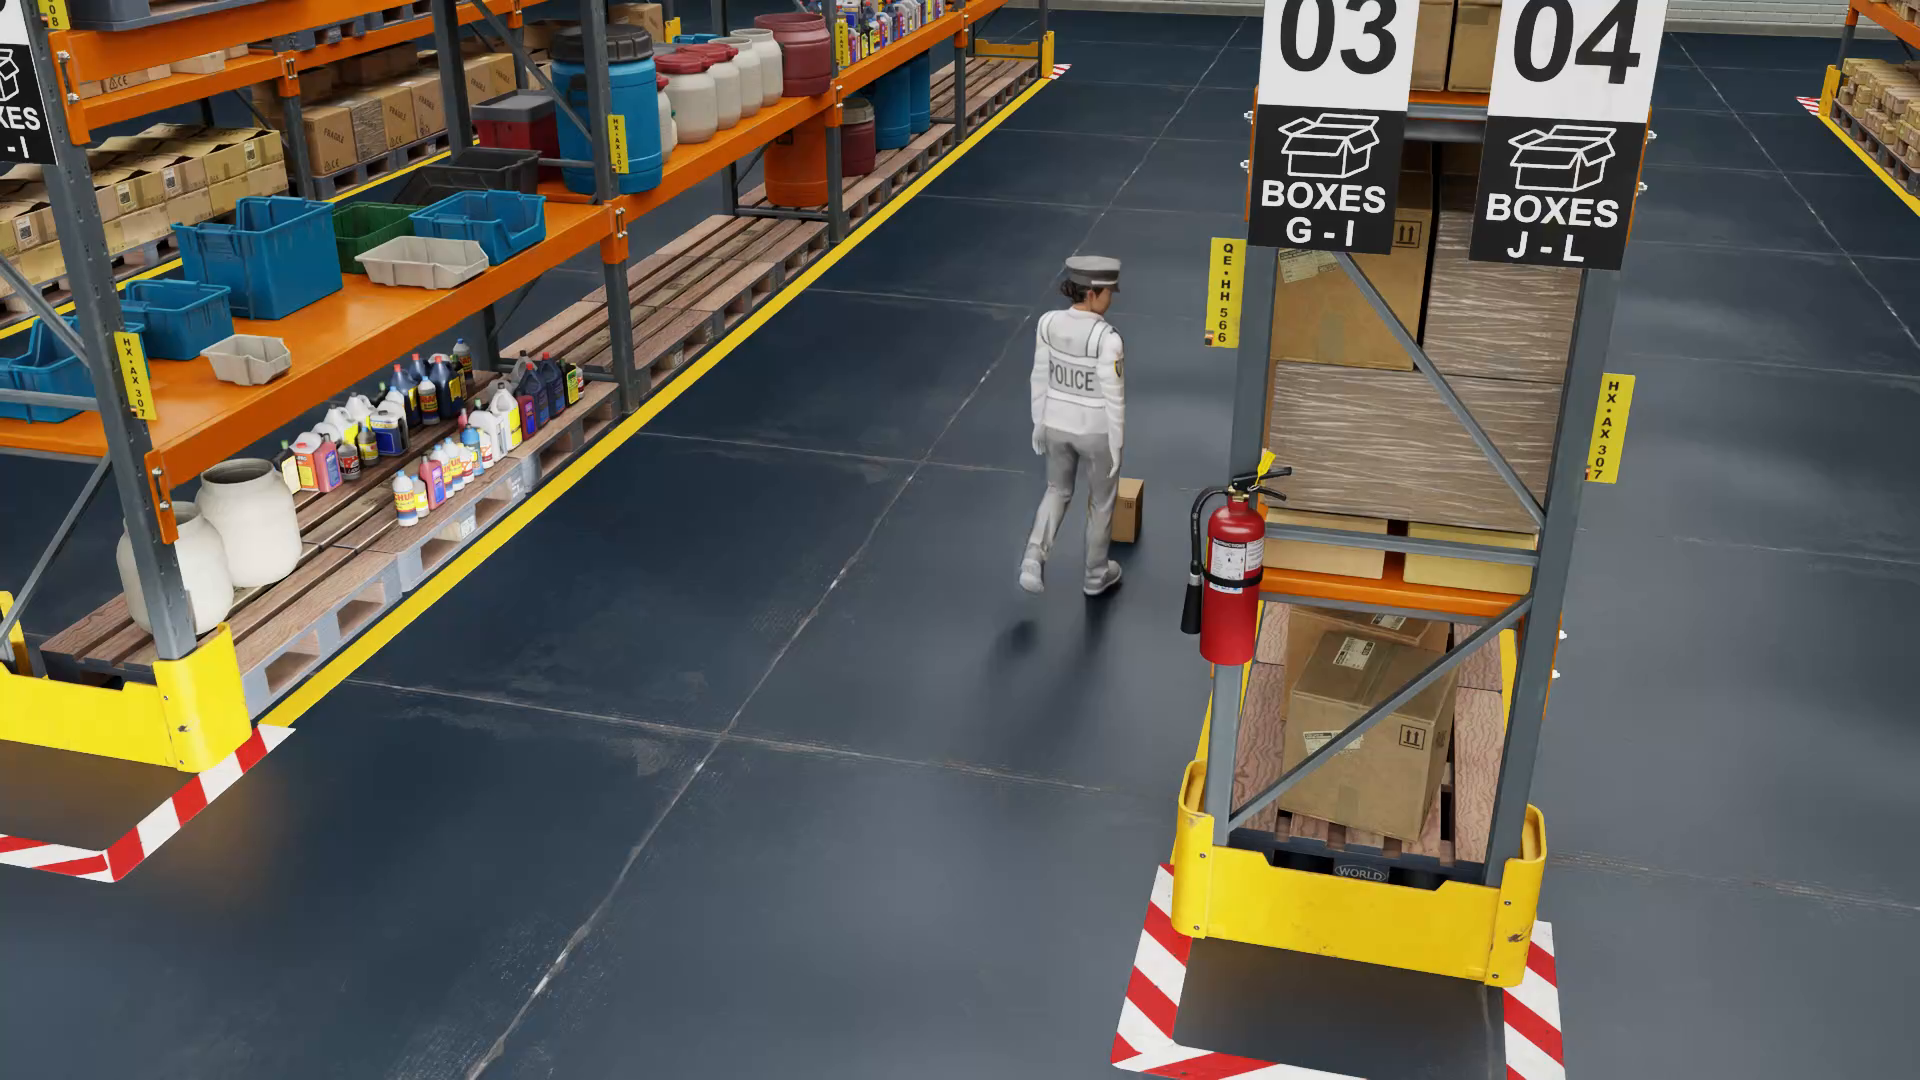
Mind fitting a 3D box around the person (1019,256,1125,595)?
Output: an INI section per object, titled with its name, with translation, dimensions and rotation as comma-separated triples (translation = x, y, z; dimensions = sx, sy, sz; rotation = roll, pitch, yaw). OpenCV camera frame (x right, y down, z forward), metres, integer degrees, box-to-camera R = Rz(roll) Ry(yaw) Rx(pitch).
[person]
translation = 0.542, -0.485, 7.580
dimensions = 0.504, 1.649, 0.645
rotation = 17, 30, 31
